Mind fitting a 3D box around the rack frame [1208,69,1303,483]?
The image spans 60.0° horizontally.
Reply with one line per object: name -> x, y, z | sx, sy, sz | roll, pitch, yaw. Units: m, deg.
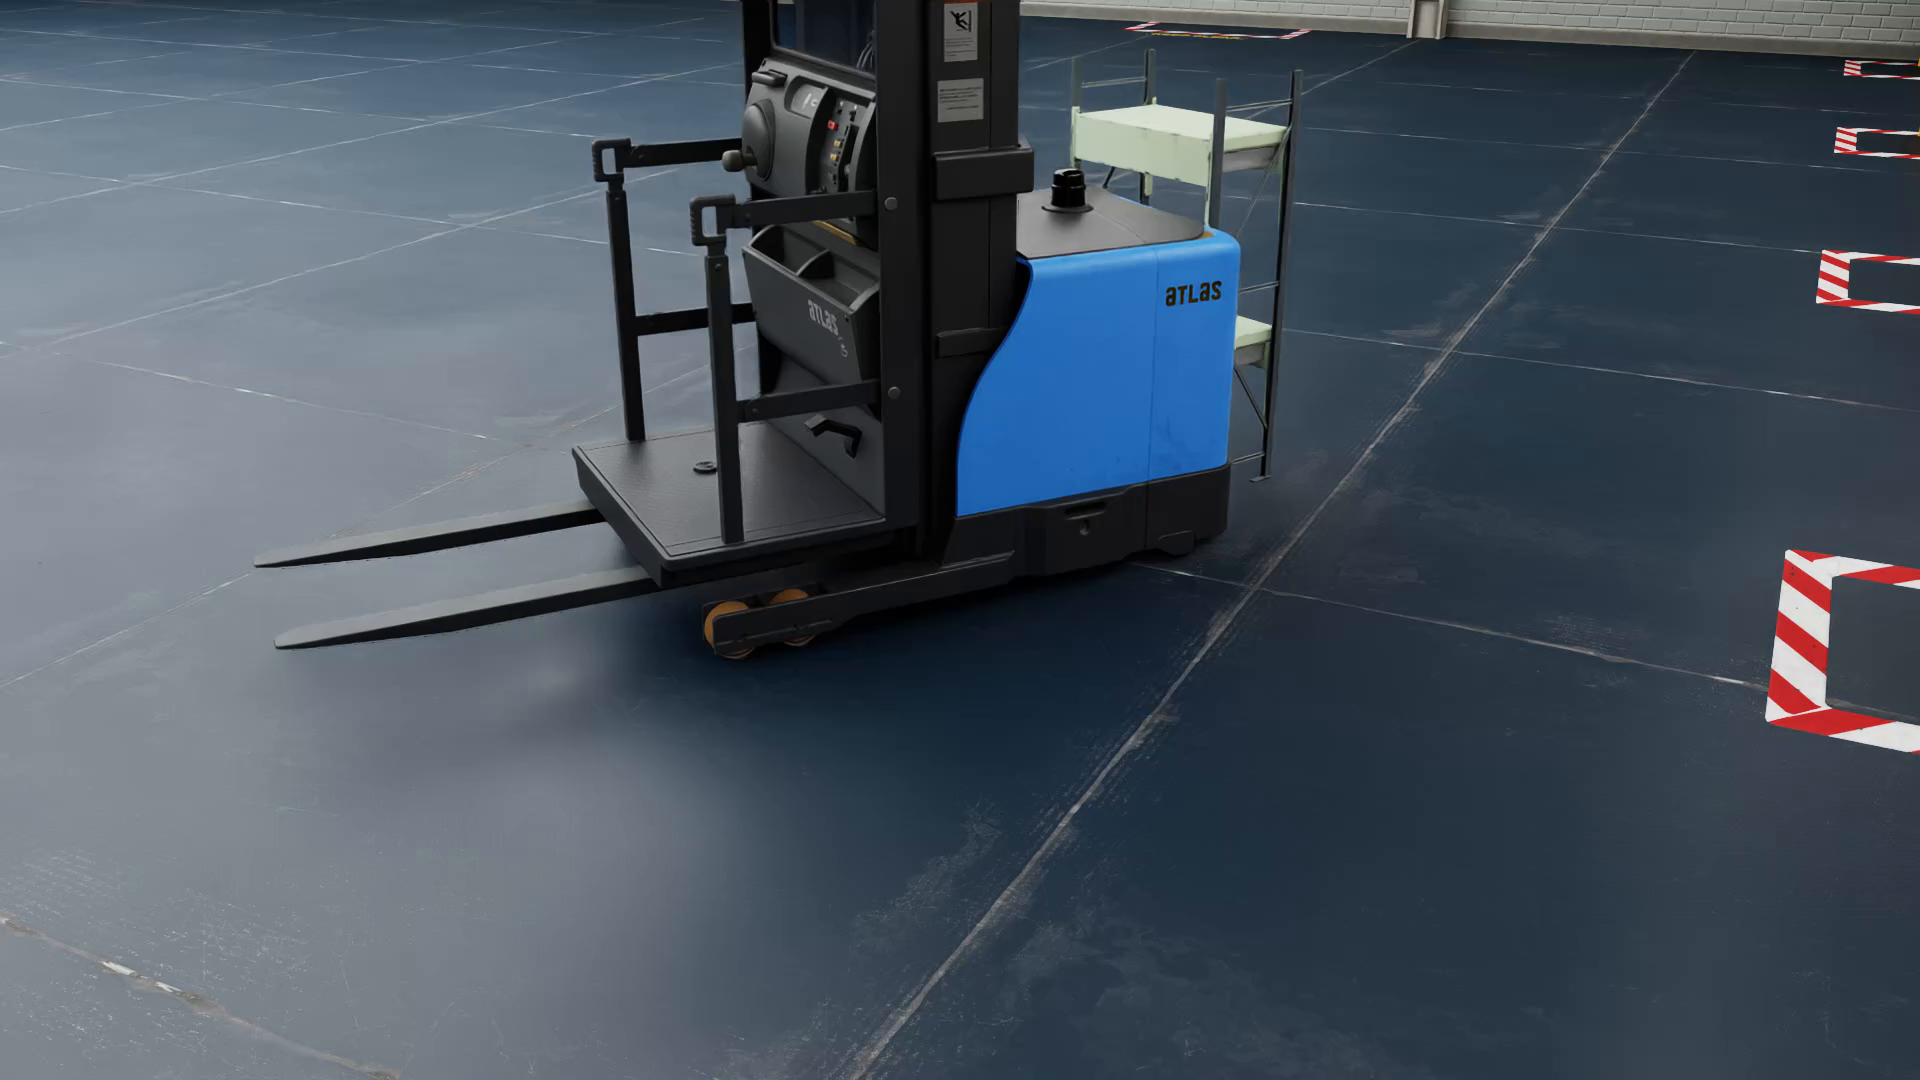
rack frame -> 1.013, -0.882, 5.907 | 0.400, 1.500, 0.023 | -16, 28, -34

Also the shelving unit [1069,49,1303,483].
shelving unit -> 0.792, -0.996, 6.175 | 0.431, 1.500, 0.755 | -16, 28, -34

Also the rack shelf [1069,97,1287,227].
rack shelf -> 0.792, -1.356, 6.023 | 0.431, 0.370, 0.720 | -16, 28, -34

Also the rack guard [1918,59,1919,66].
rack guard -> 9.992, -5.007, 16.884 | 0.348, 0.500, 1.175 | 11, 25, 25

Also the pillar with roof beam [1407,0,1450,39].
pillar with roof beam -> 3.643, -8.666, 14.628 | 0.400, 9.000, 9.100 | 11, 25, 25

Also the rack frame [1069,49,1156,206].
rack frame -> 0.571, -1.111, 6.444 | 0.400, 1.500, 0.023 | -16, 28, -34

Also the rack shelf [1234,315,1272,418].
rack shelf -> 0.791, -0.696, 6.302 | 0.431, 0.370, 0.720 | -16, 28, -34

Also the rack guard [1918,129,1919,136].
rack guard -> 7.671, -3.294, 12.856 | 0.348, 0.500, 1.175 | 11, 25, 25

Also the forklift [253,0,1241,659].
forklift -> -0.642, -1.233, 4.904 | 3.031, 2.935, 1.130 | -11, 25, -24
